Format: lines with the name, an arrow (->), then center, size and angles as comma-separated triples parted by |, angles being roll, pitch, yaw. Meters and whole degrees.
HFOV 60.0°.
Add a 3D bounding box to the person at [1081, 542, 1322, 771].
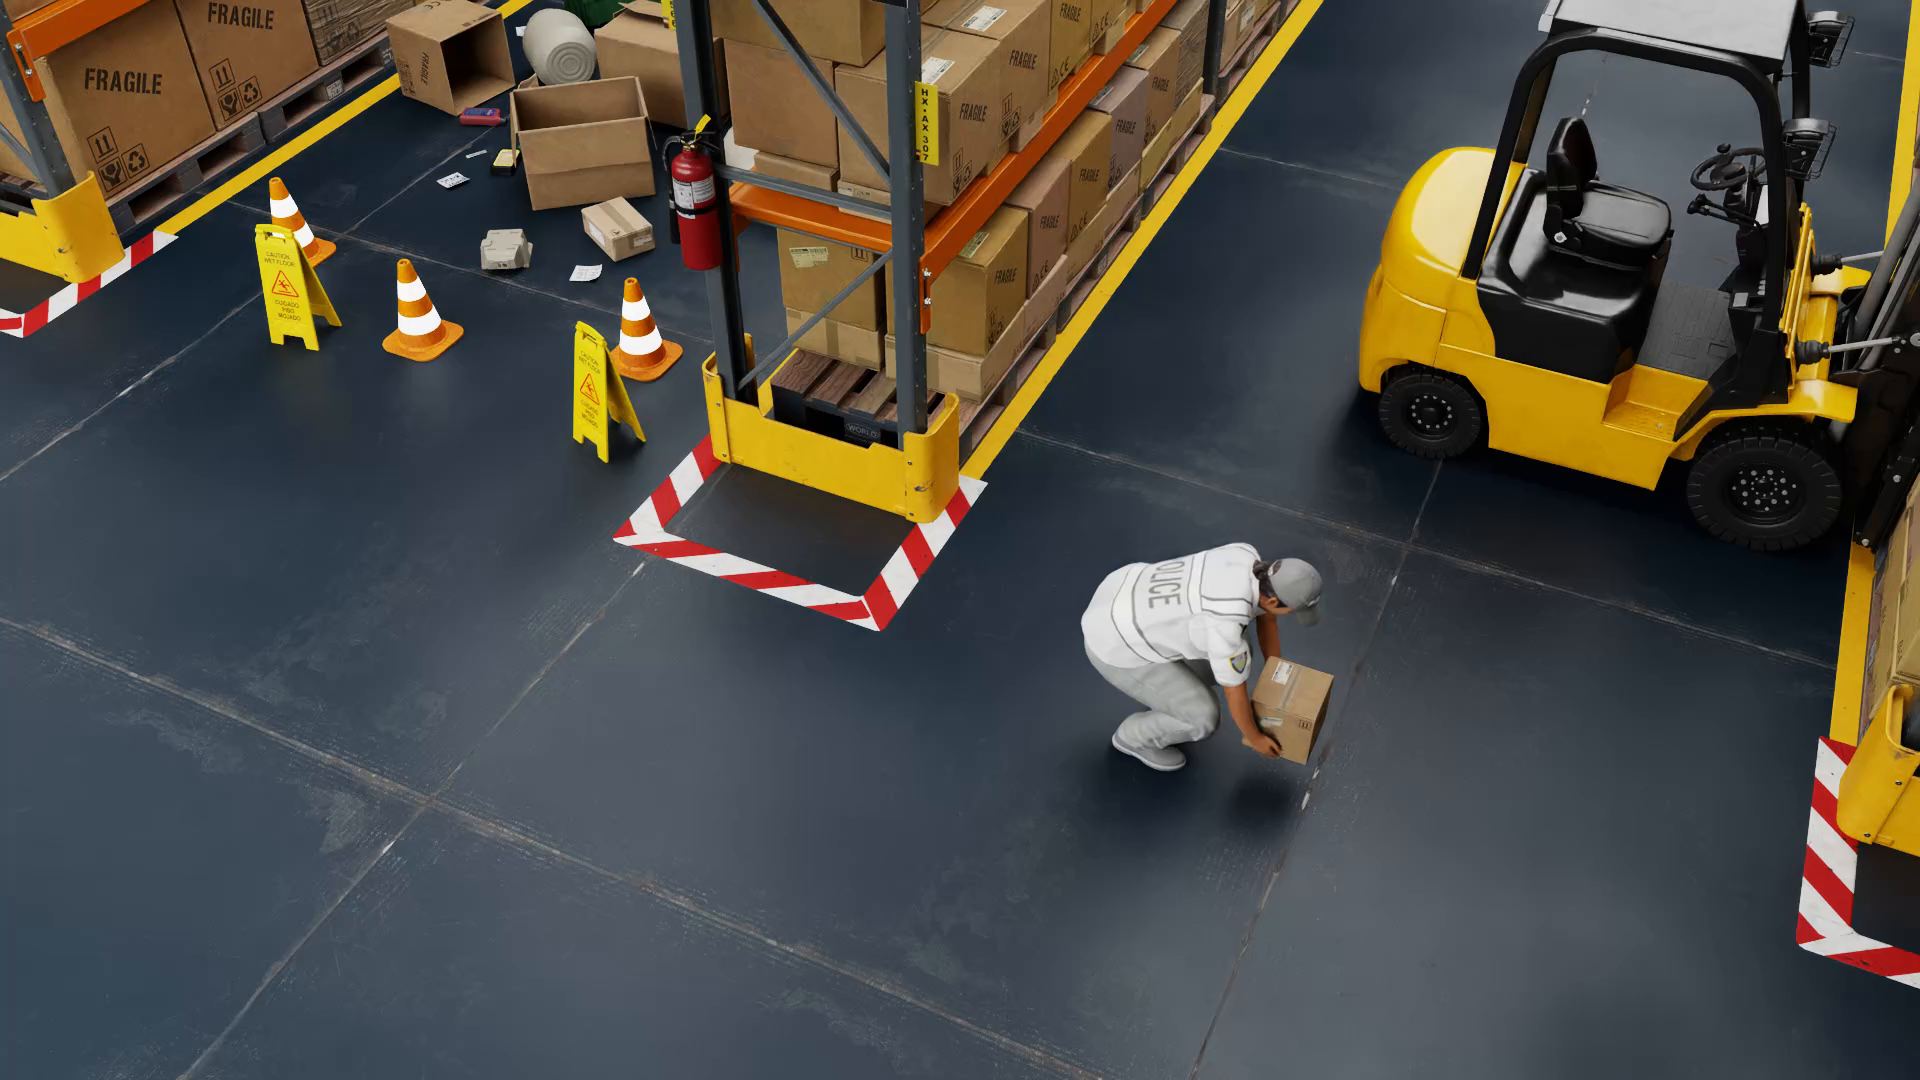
person -> 0.885, 0.393, 6.224 | 0.835, 1.003, 0.528 | 17, 45, 18
